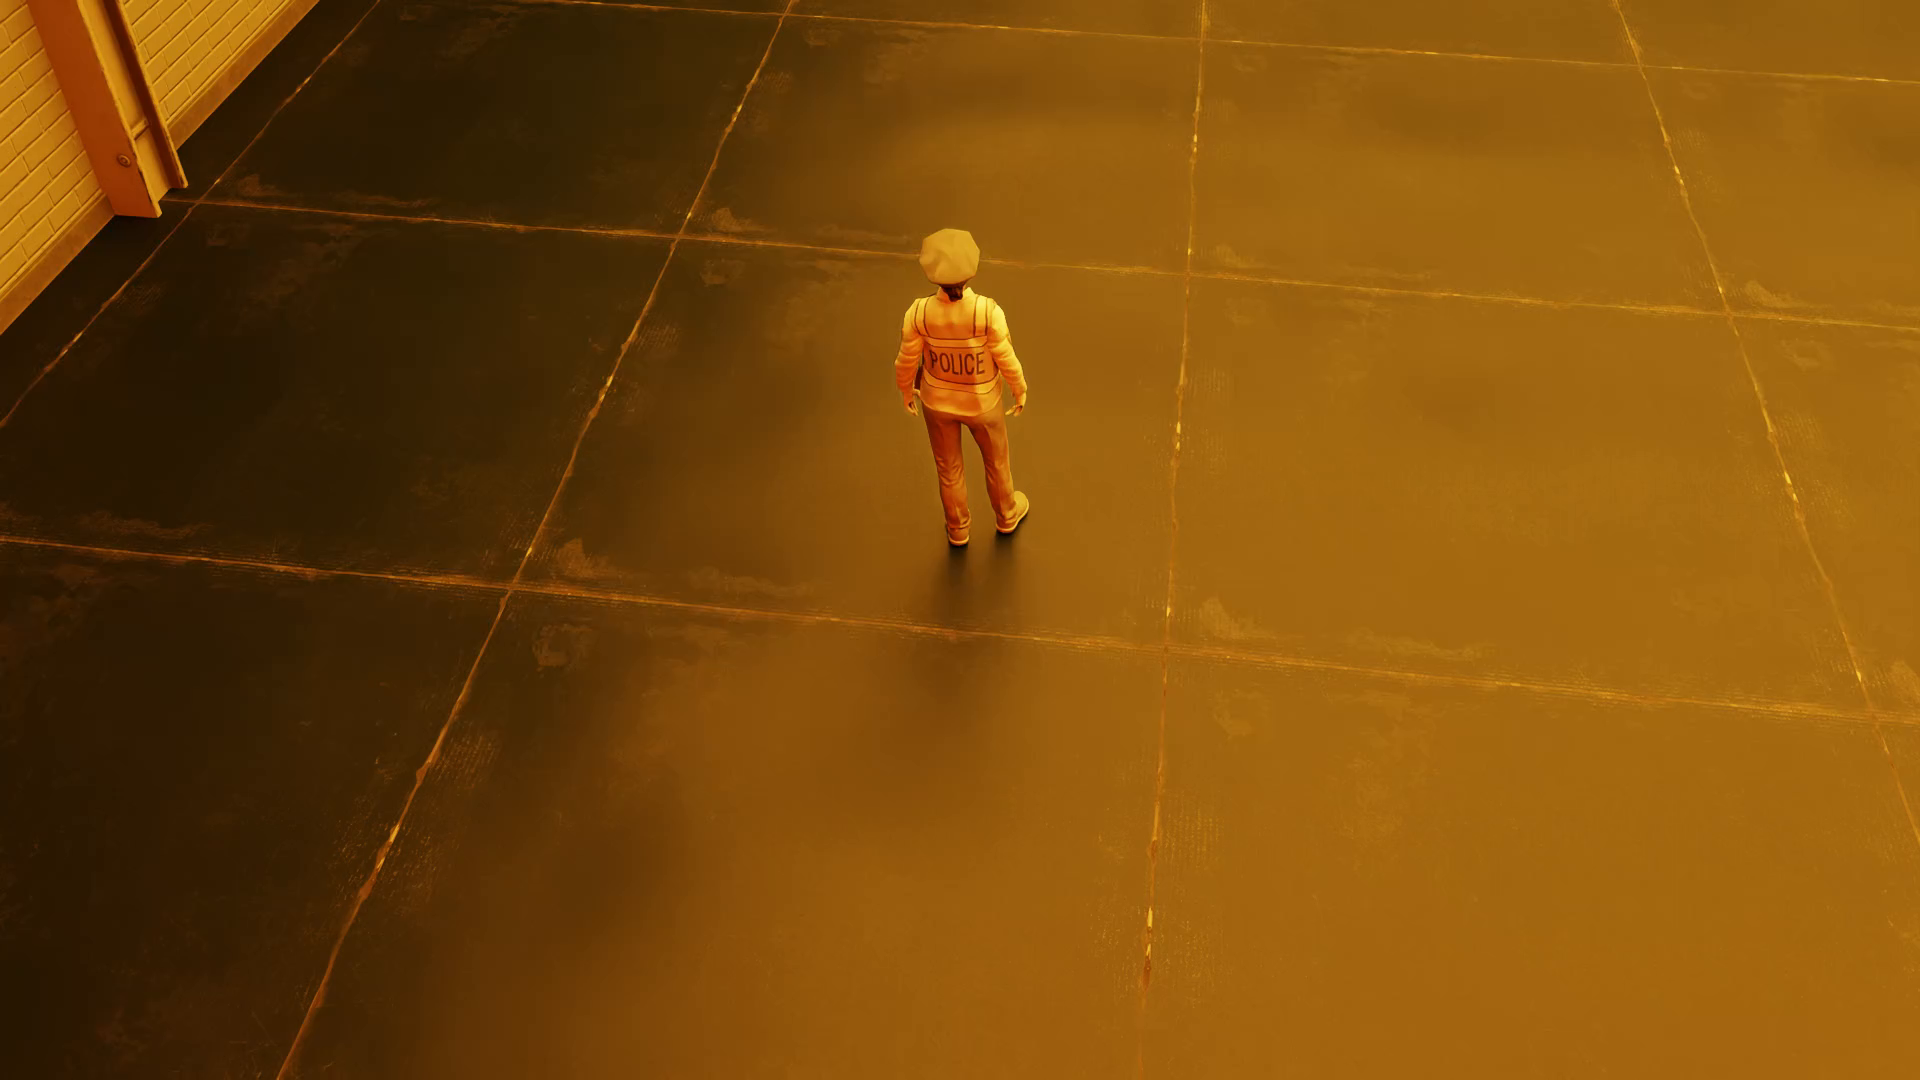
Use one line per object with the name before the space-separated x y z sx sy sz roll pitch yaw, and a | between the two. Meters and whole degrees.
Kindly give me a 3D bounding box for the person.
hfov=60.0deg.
person | 0.016 -0.675 7.362 0.586 1.694 0.530 5 43 6
